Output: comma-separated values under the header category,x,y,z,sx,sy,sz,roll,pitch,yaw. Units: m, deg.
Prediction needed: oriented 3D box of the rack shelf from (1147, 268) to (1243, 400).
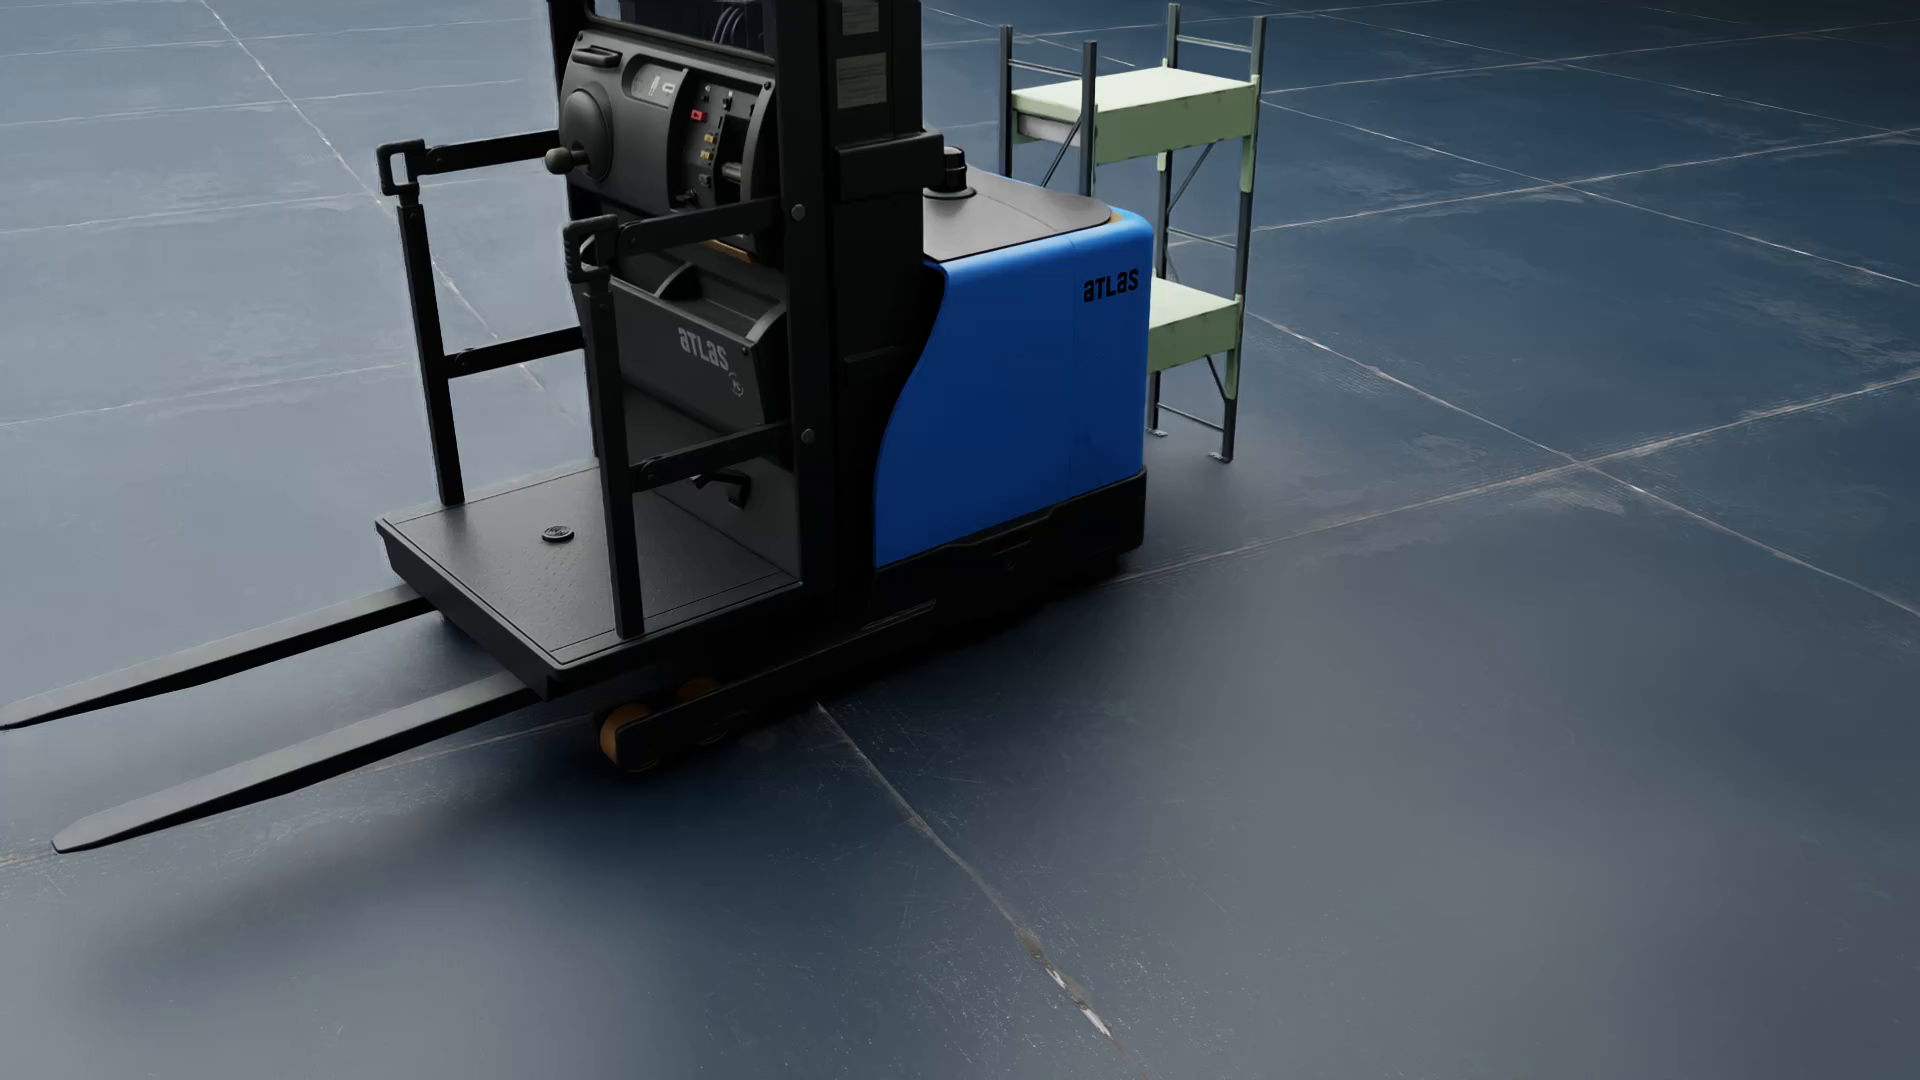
category,x,y,z,sx,sy,sz,roll,pitch,yaw
rack shelf,0.537,-0.620,5.562,0.720,0.370,0.431,-20,32,-35

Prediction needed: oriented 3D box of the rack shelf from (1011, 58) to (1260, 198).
category,x,y,z,sx,sy,sz,roll,pitch,yaw
rack shelf,0.537,-1.266,5.252,0.720,0.370,0.431,-20,32,-35

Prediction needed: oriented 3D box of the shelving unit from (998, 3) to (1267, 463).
category,x,y,z,sx,sy,sz,roll,pitch,yaw
shelving unit,0.537,-0.914,5.421,0.755,1.500,0.431,-20,32,-35

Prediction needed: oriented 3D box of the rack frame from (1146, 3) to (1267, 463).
category,x,y,z,sx,sy,sz,roll,pitch,yaw
rack frame,0.819,-1.015,5.632,0.023,1.500,0.400,-20,32,-35

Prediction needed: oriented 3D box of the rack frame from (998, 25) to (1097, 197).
category,x,y,z,sx,sy,sz,roll,pitch,yaw
rack frame,0.256,-0.813,5.210,0.023,1.500,0.400,-20,32,-35

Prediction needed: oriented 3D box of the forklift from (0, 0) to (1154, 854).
category,x,y,z,sx,sy,sz,roll,pitch,yaw
forklift,-0.895,-1.011,3.969,3.031,2.935,1.130,-20,32,-35
